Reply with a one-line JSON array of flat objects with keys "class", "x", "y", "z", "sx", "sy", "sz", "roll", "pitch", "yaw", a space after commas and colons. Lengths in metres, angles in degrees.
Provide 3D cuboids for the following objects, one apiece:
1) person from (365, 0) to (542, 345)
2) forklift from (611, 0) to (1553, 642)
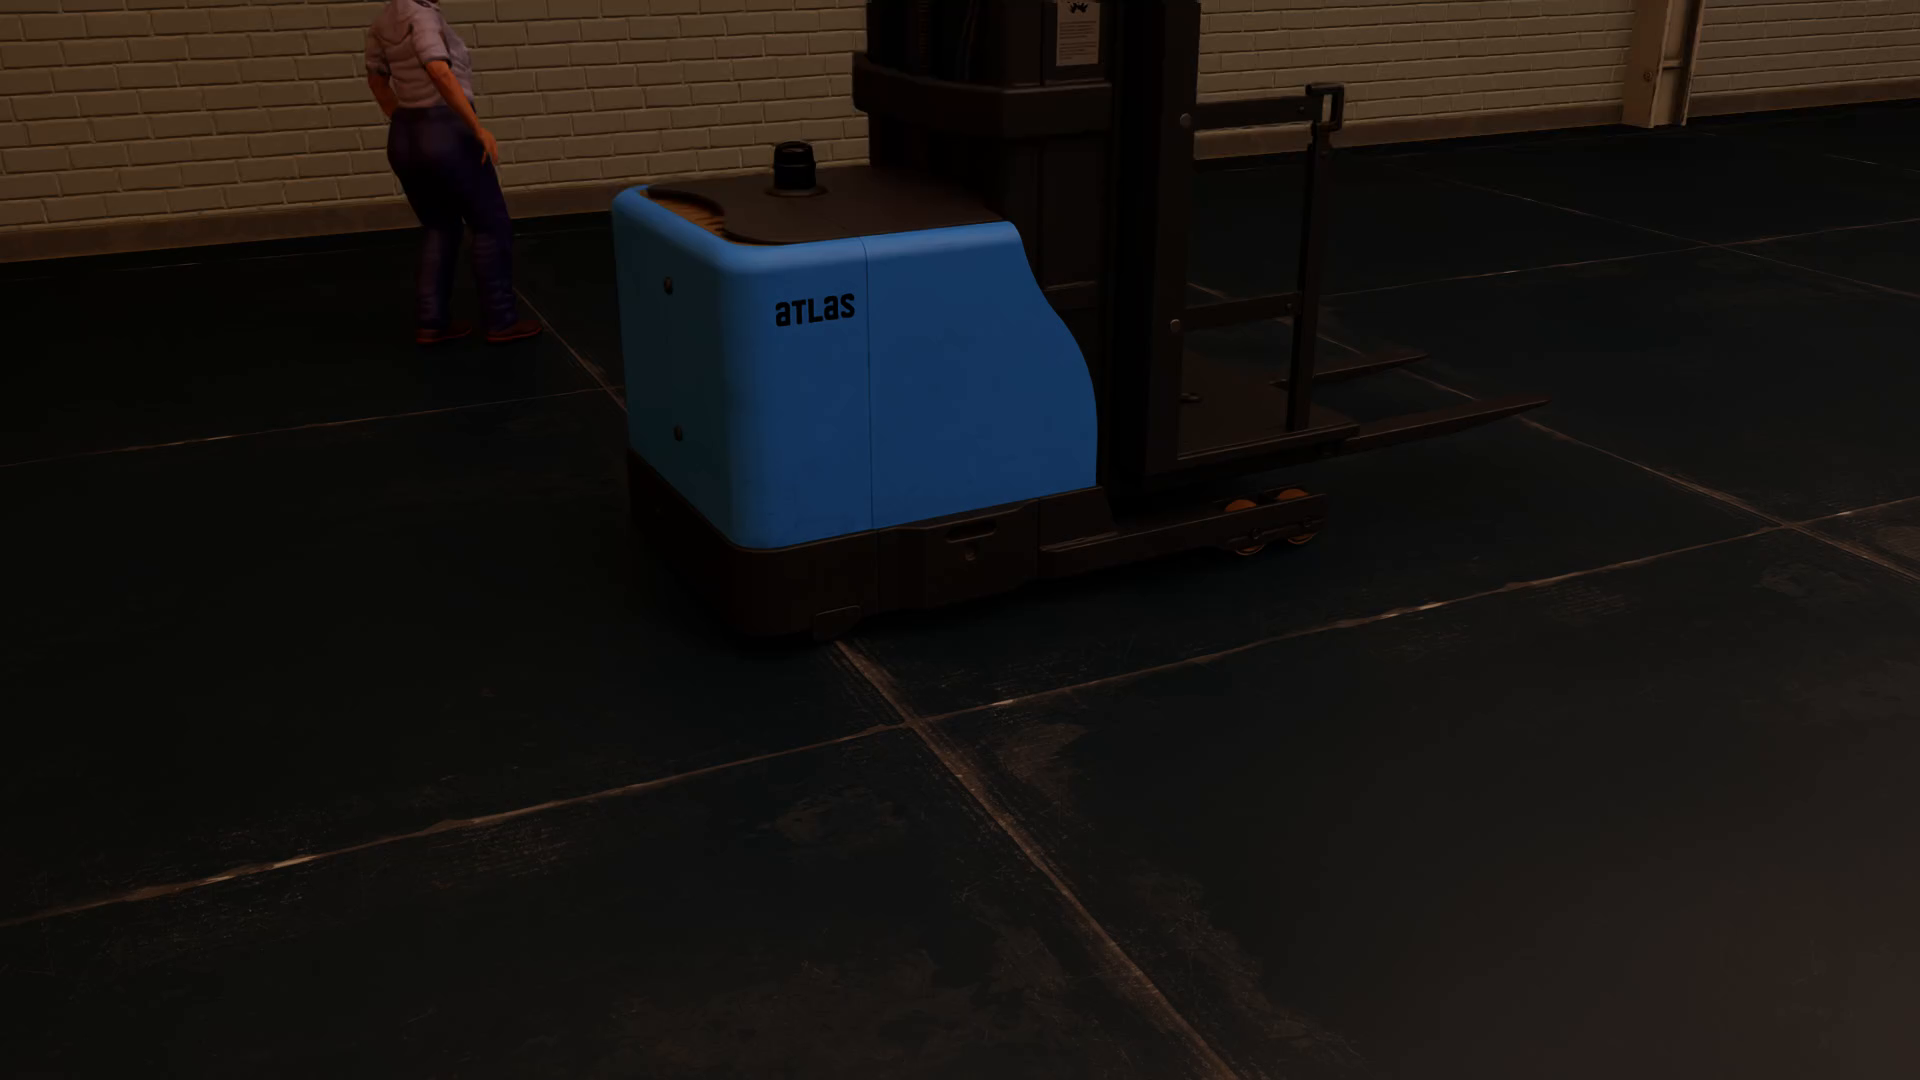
[{"class": "person", "x": -2.124, "y": -1.637, "z": 6.925, "sx": 0.686, "sy": 1.634, "sz": 0.489, "roll": 16, "pitch": 27, "yaw": 34}, {"class": "forklift", "x": 0.540, "y": -1.472, "z": 4.829, "sx": 3.031, "sy": 2.935, "sz": 1.130, "roll": -12, "pitch": 25, "yaw": -26}]
